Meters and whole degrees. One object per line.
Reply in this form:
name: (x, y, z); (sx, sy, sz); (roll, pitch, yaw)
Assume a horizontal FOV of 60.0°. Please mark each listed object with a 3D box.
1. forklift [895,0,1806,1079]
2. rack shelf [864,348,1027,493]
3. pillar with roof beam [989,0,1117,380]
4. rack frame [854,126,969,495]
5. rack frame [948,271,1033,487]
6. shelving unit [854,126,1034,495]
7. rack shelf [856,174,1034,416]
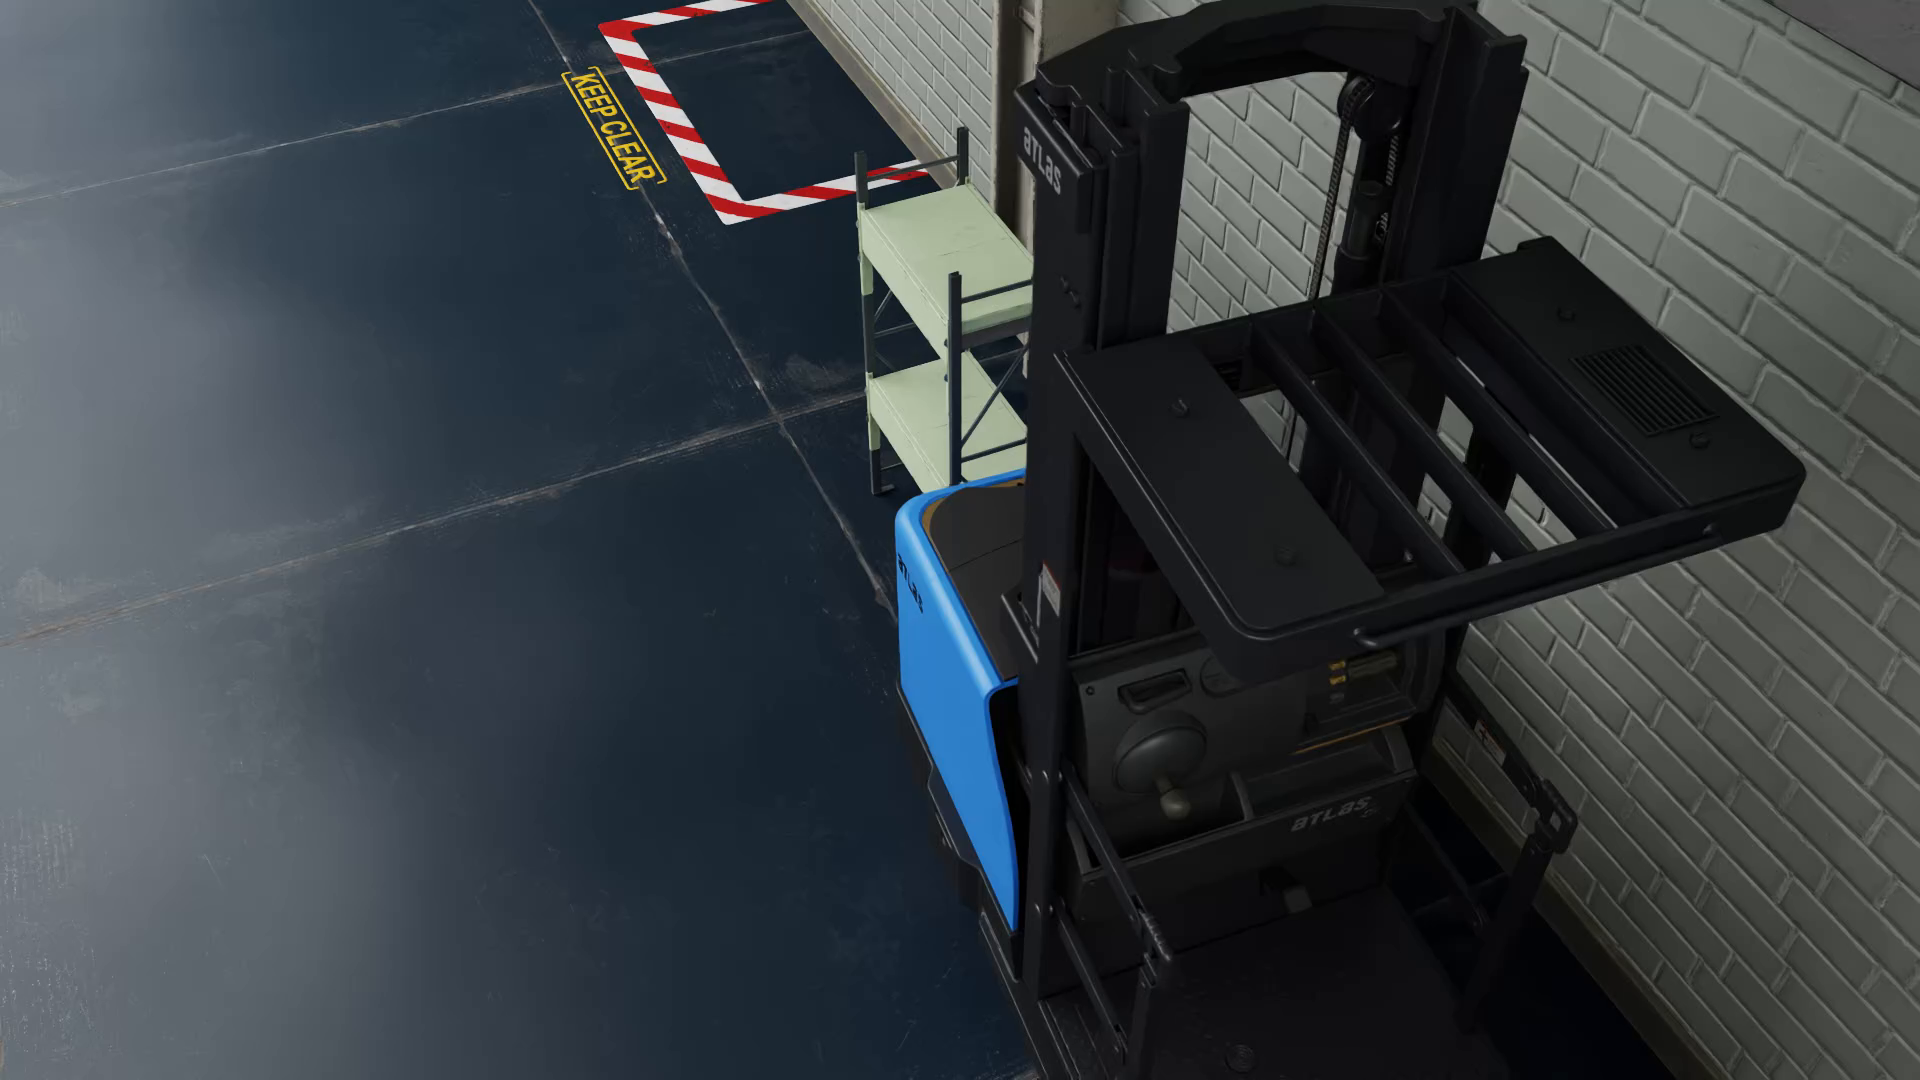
forklift: (0.785, 0.455, 3.702); (1.130, 2.935, 3.031); (-15, 46, -14)
rack shelf: (-0.003, -0.306, 5.957); (0.431, 0.370, 0.720); (-18, 47, -17)
pillar with roof beam: (-3.567, -2.769, 2.649); (9.100, 9.000, 0.400); (-18, 47, -17)
rack frame: (-0.157, -0.771, 5.964); (0.400, 1.500, 0.023); (-18, 47, -17)
rack frame: (0.151, -0.305, 5.491); (0.400, 1.500, 0.023); (-18, 47, -17)
shelving unit: (-0.003, -0.538, 5.728); (0.431, 1.500, 0.755); (-18, 47, -17)
rack shelf: (-0.003, -0.816, 5.453); (0.431, 0.370, 0.720); (-18, 47, -17)
